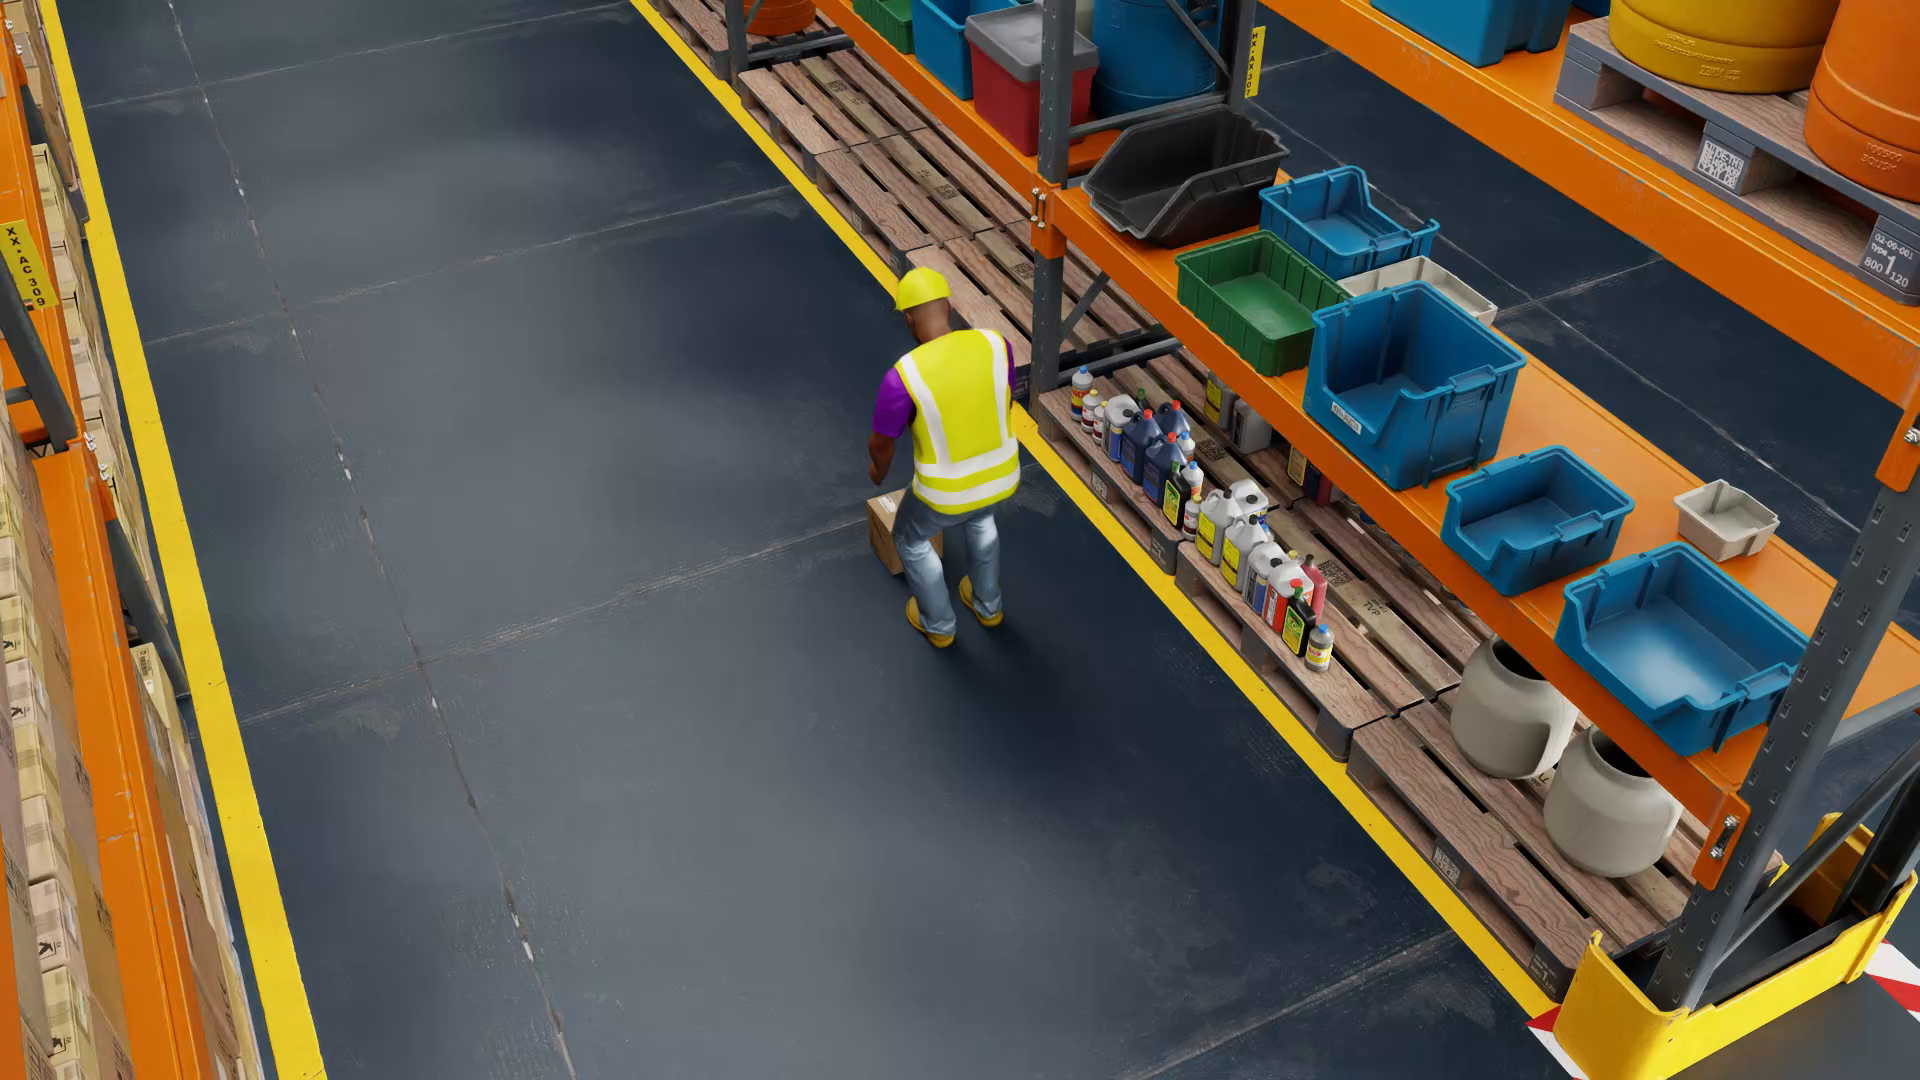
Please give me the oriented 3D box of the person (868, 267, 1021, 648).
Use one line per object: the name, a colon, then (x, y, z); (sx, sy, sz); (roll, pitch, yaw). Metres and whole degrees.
person: (-0.062, -0.290, 6.577); (0.613, 1.633, 0.577); (-18, 44, -19)
